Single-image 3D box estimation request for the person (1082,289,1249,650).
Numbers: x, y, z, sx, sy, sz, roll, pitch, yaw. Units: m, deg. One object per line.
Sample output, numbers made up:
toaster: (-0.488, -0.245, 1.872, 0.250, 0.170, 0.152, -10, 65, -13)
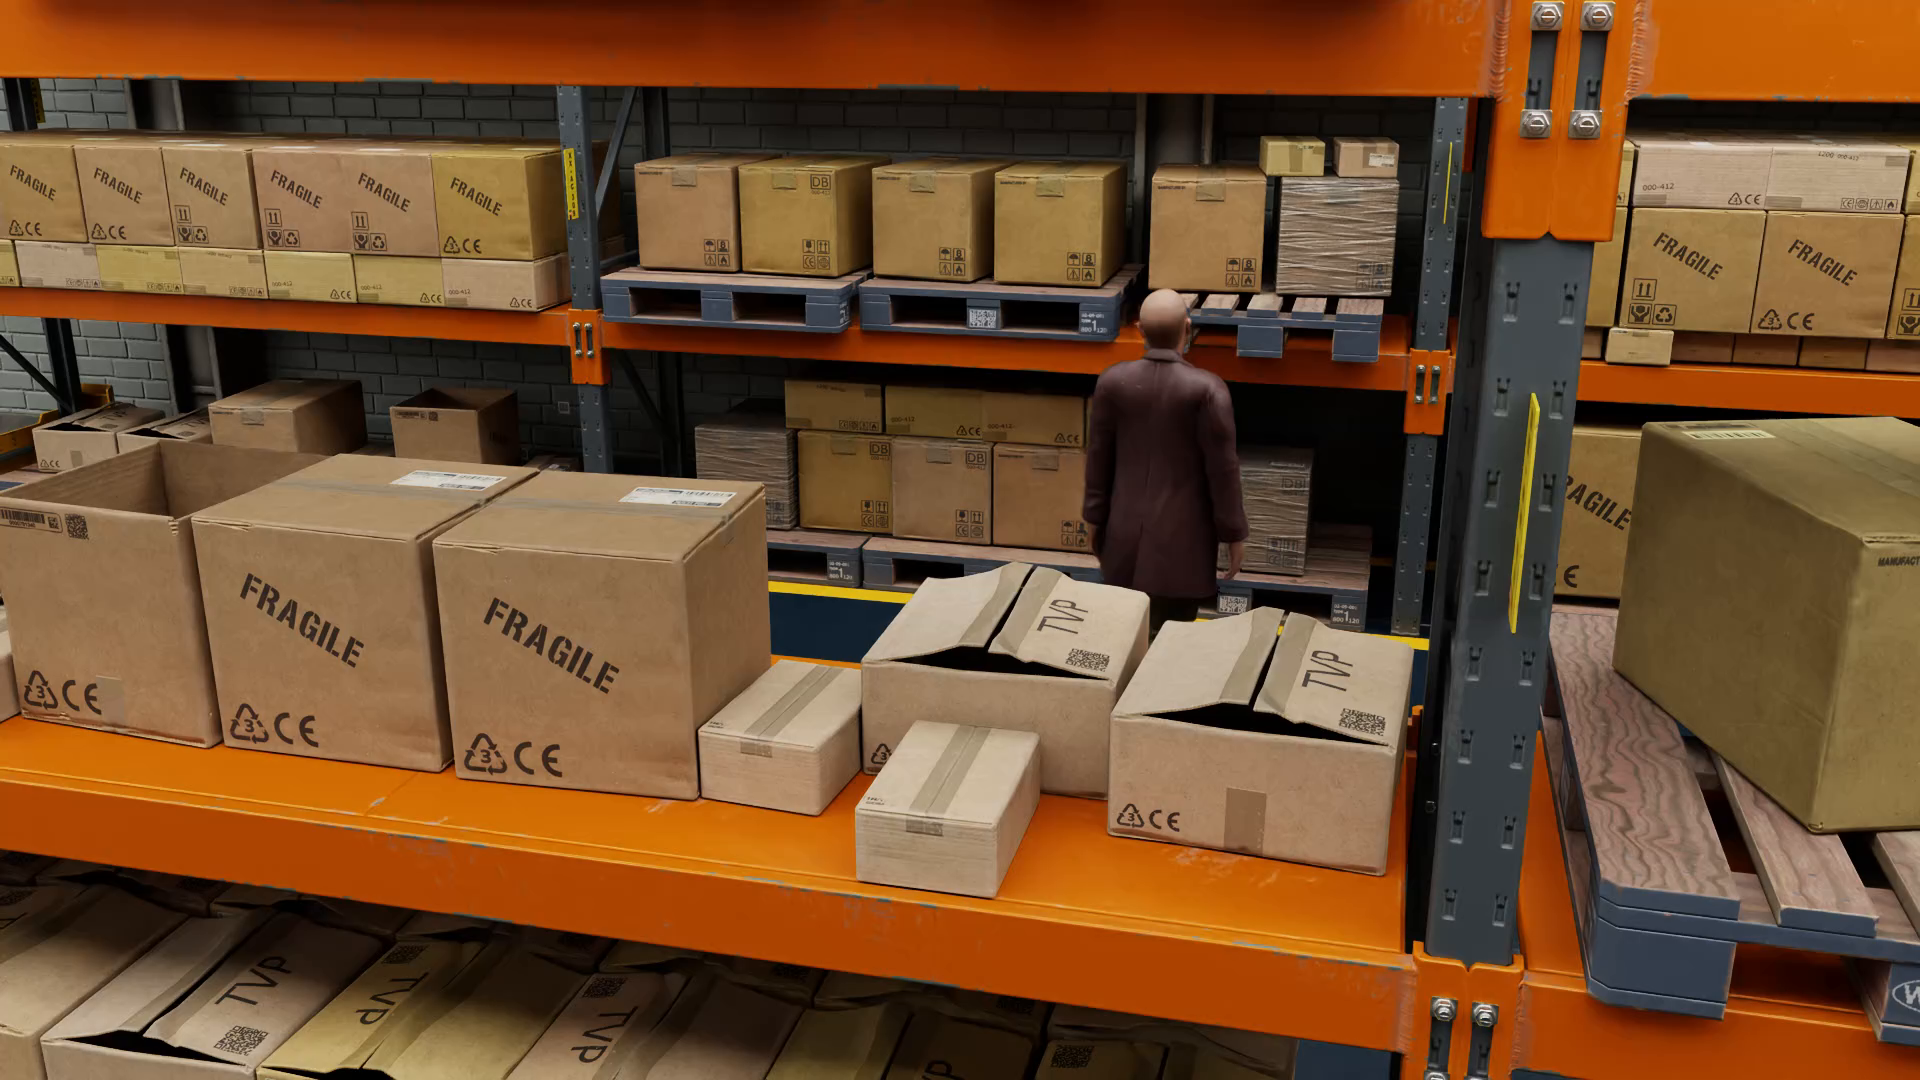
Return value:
person: (0.802, -0.044, 6.220, 0.649, 1.806, 0.529, 12, 22, 33)
